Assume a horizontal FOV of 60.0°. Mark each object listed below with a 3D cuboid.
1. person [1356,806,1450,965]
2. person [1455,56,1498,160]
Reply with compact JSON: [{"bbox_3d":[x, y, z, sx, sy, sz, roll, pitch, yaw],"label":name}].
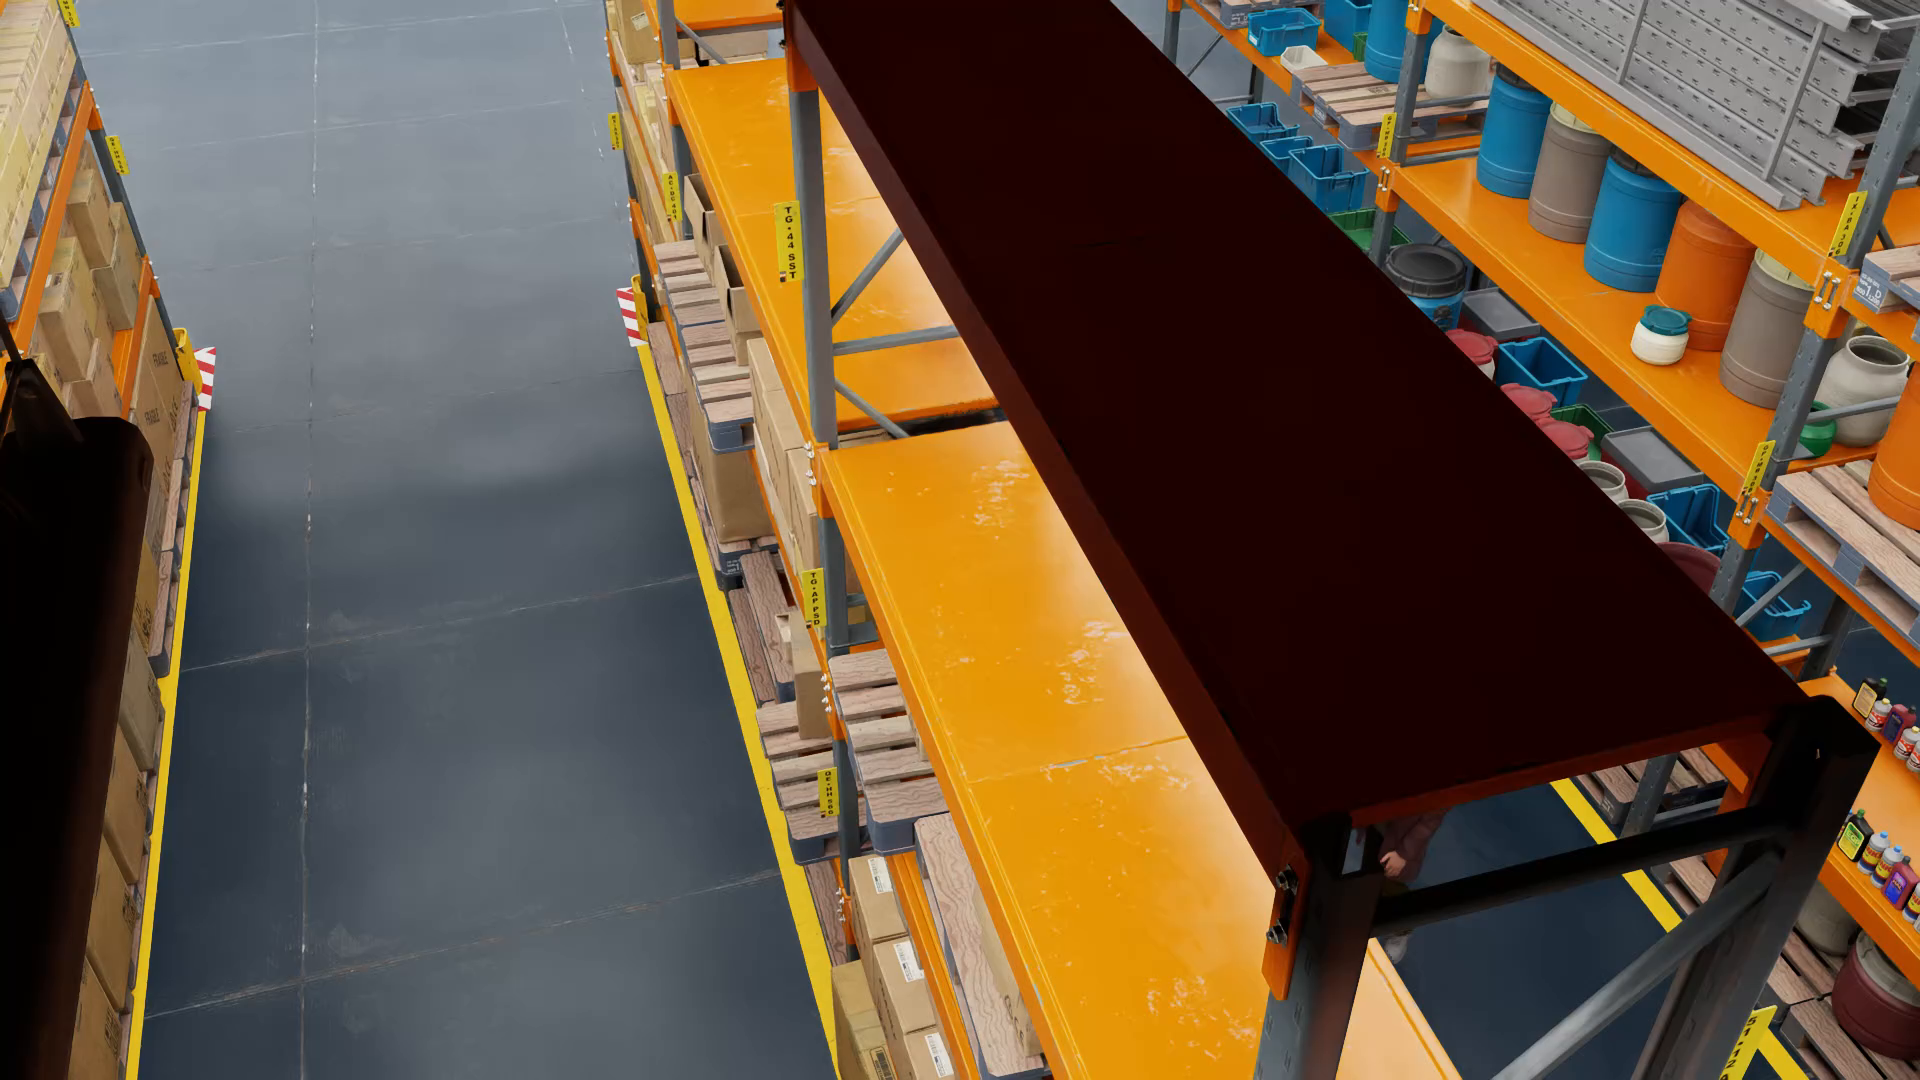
[{"bbox_3d":[2.400,1.555,9.179,0.466,1.778,0.614,-14,40,-16],"label":"person"},{"bbox_3d":[5.283,-4.304,16.991,0.505,1.633,0.366,-28,46,-30],"label":"person"}]
